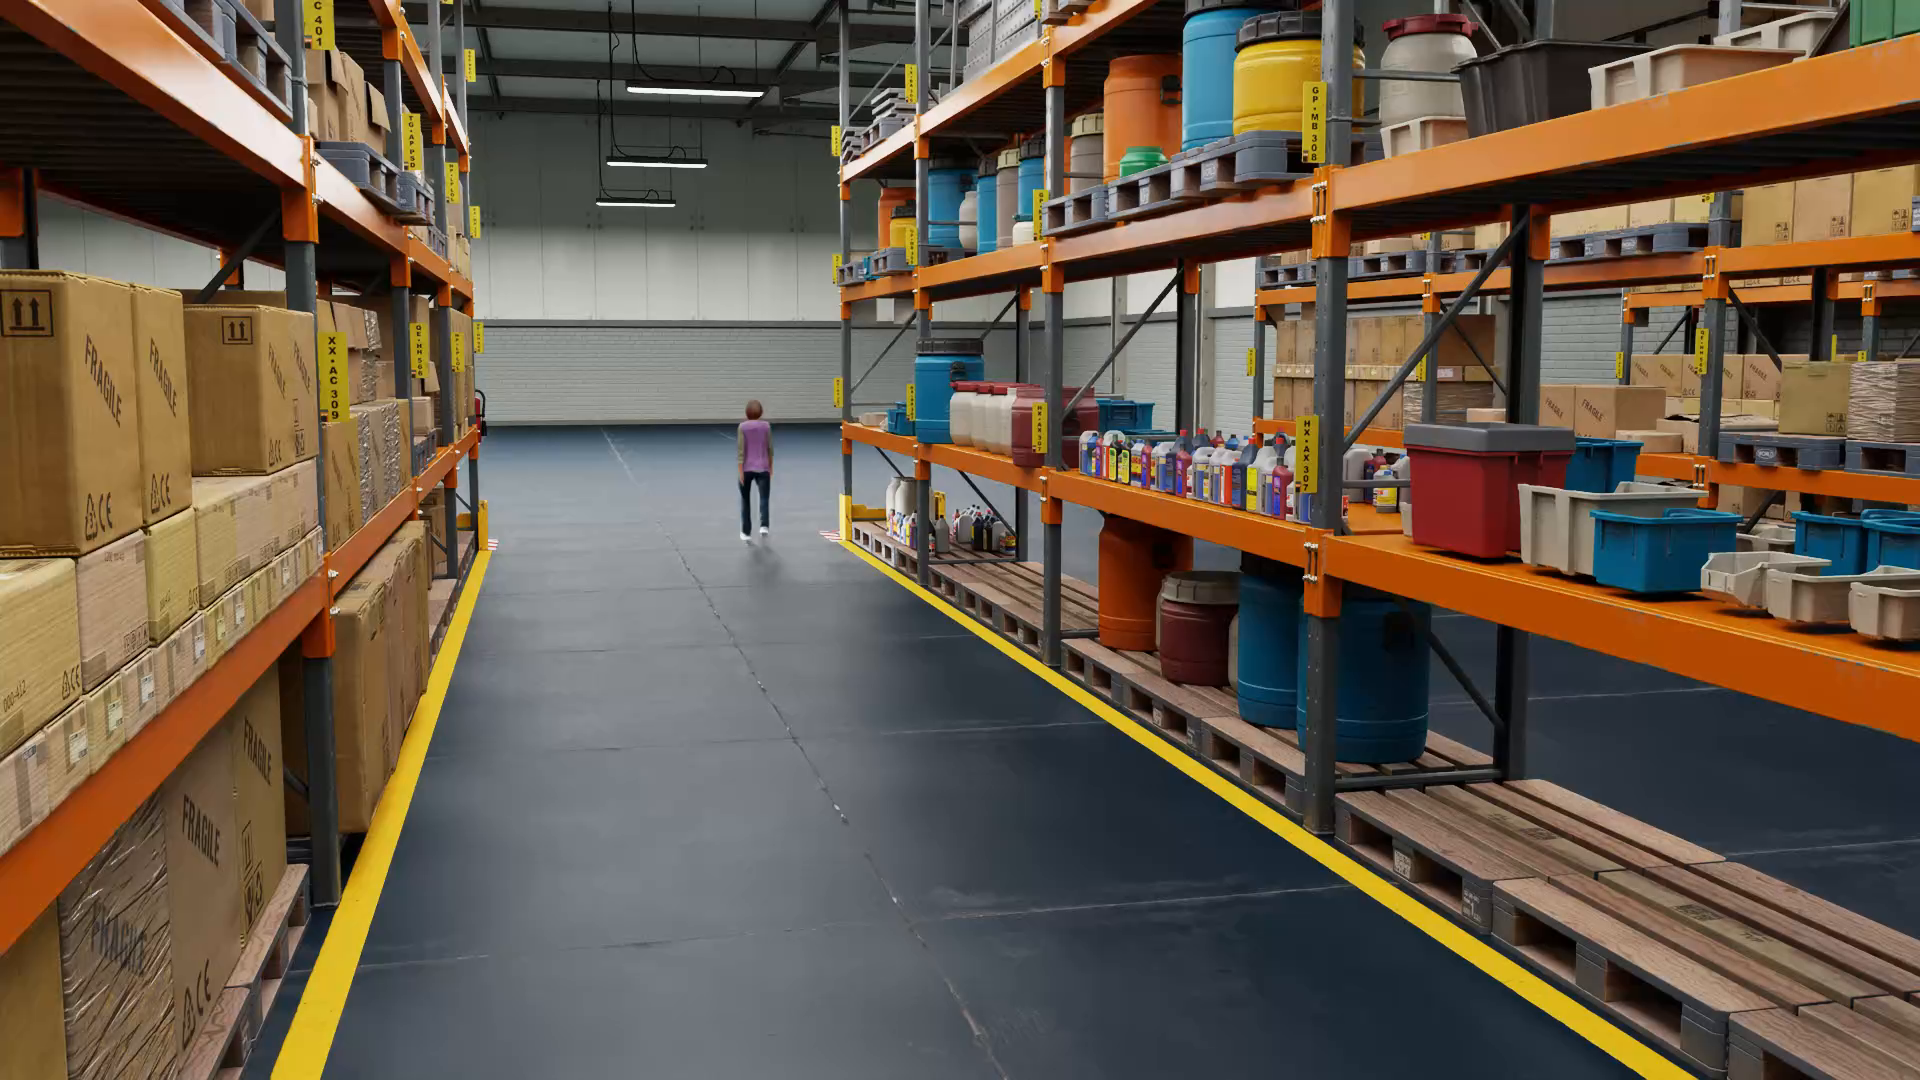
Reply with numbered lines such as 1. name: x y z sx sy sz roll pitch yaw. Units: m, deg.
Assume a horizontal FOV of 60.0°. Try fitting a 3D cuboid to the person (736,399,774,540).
1. person: -2.232 -0.759 18.136 0.421 1.555 0.874 -2 7 -13
